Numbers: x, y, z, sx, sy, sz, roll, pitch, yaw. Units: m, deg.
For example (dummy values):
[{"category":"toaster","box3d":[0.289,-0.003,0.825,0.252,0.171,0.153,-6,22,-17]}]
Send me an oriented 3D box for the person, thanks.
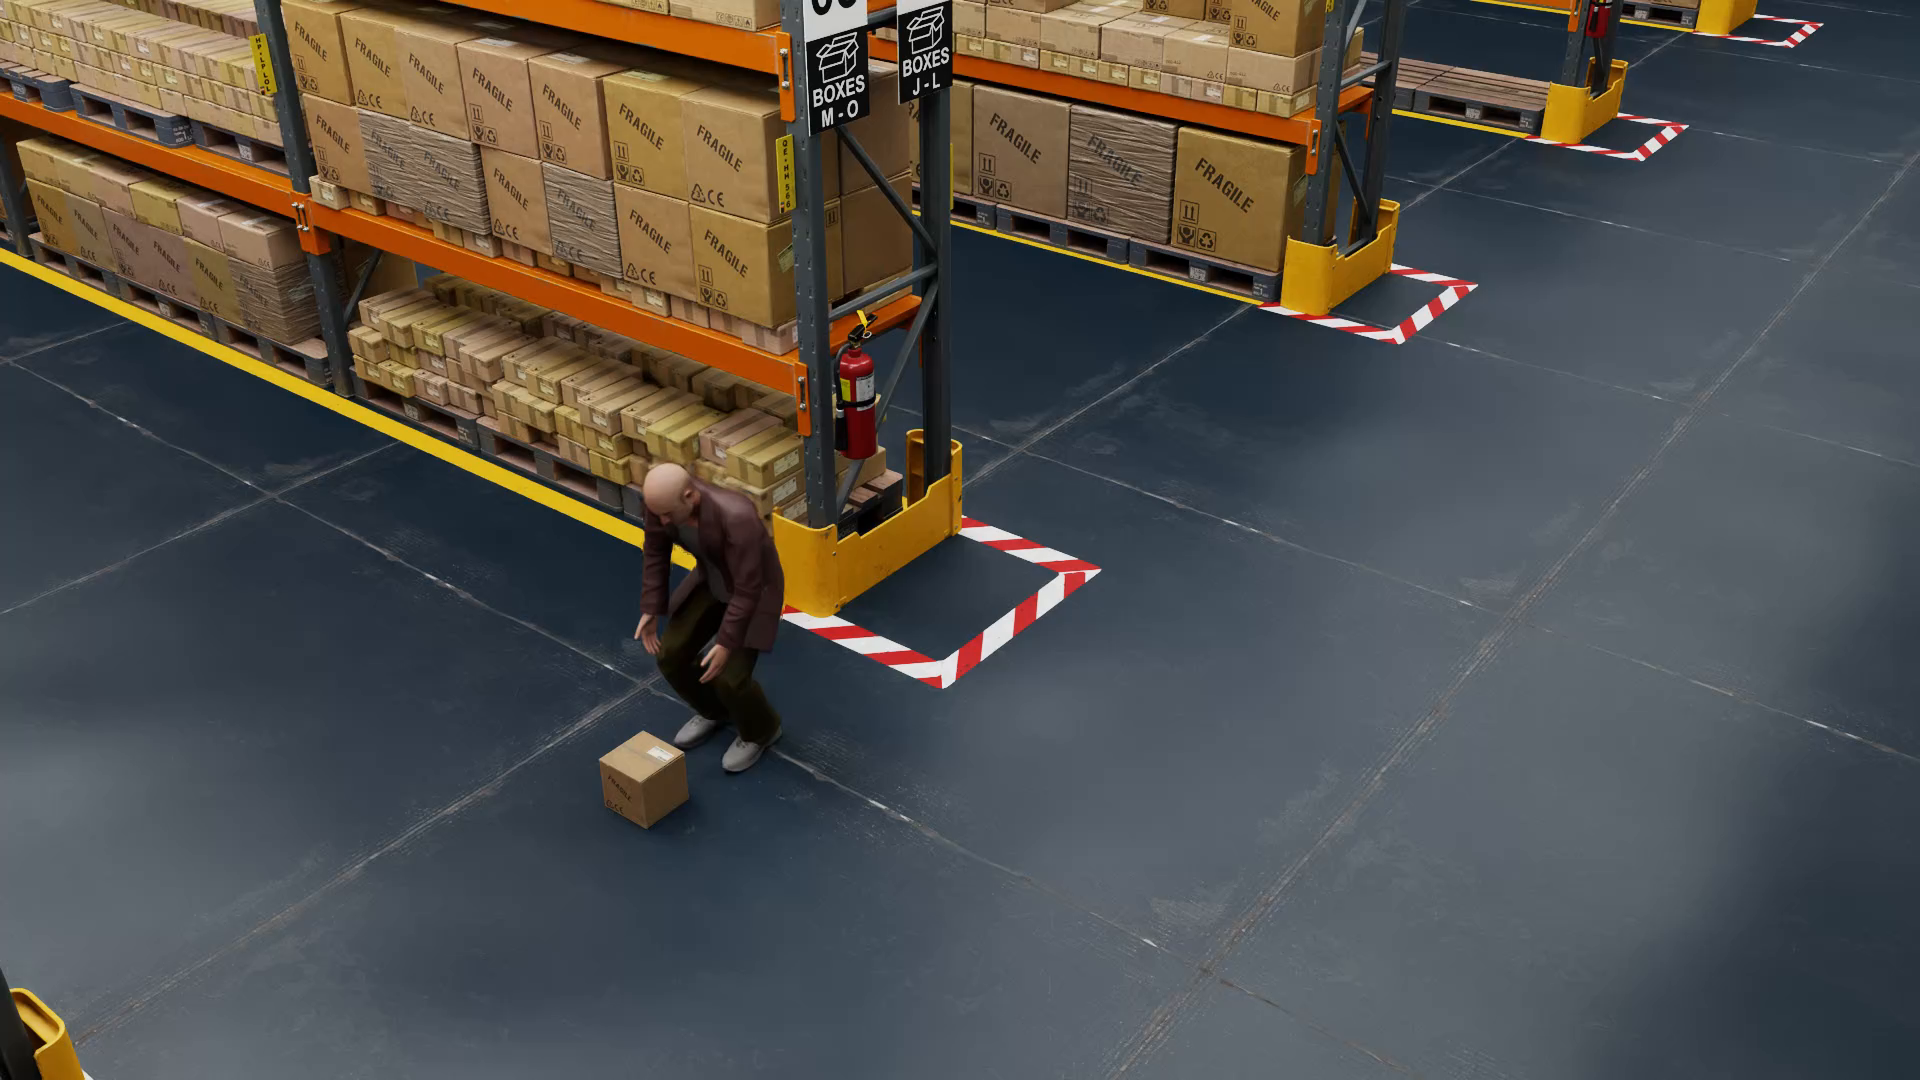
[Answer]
[{"category":"person","box3d":[-1.038,0.412,7.007,0.629,1.211,0.817,21,36,31]}]
